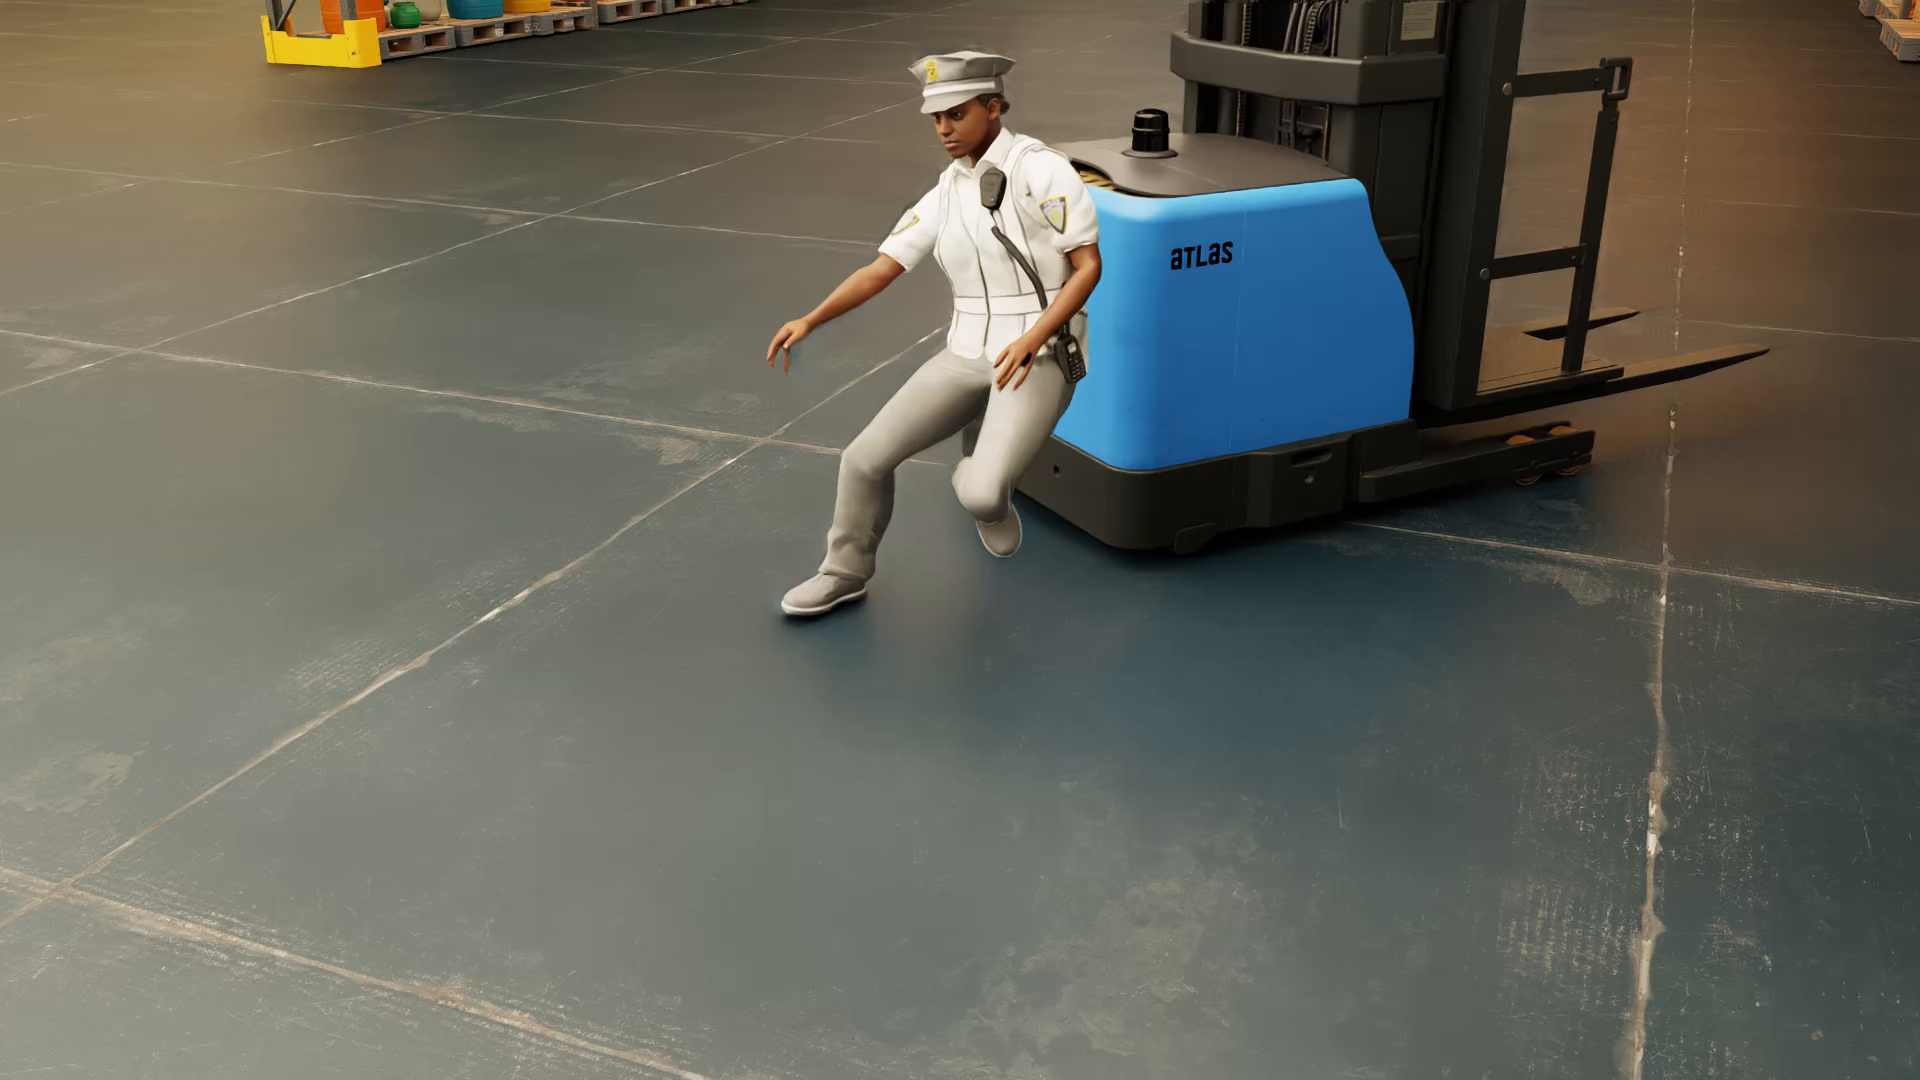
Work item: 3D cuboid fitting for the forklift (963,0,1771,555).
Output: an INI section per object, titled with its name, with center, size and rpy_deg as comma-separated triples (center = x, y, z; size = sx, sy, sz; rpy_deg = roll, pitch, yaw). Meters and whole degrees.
[forklift]
center = 1.552, -1.698, 5.356
size = 3.031, 2.935, 1.130
rpy_deg = -12, 25, -26

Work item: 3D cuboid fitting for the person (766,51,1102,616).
[person]
center = -0.079, -0.455, 4.235
size = 0.750, 1.493, 0.723
rpy_deg = 19, 29, 37
